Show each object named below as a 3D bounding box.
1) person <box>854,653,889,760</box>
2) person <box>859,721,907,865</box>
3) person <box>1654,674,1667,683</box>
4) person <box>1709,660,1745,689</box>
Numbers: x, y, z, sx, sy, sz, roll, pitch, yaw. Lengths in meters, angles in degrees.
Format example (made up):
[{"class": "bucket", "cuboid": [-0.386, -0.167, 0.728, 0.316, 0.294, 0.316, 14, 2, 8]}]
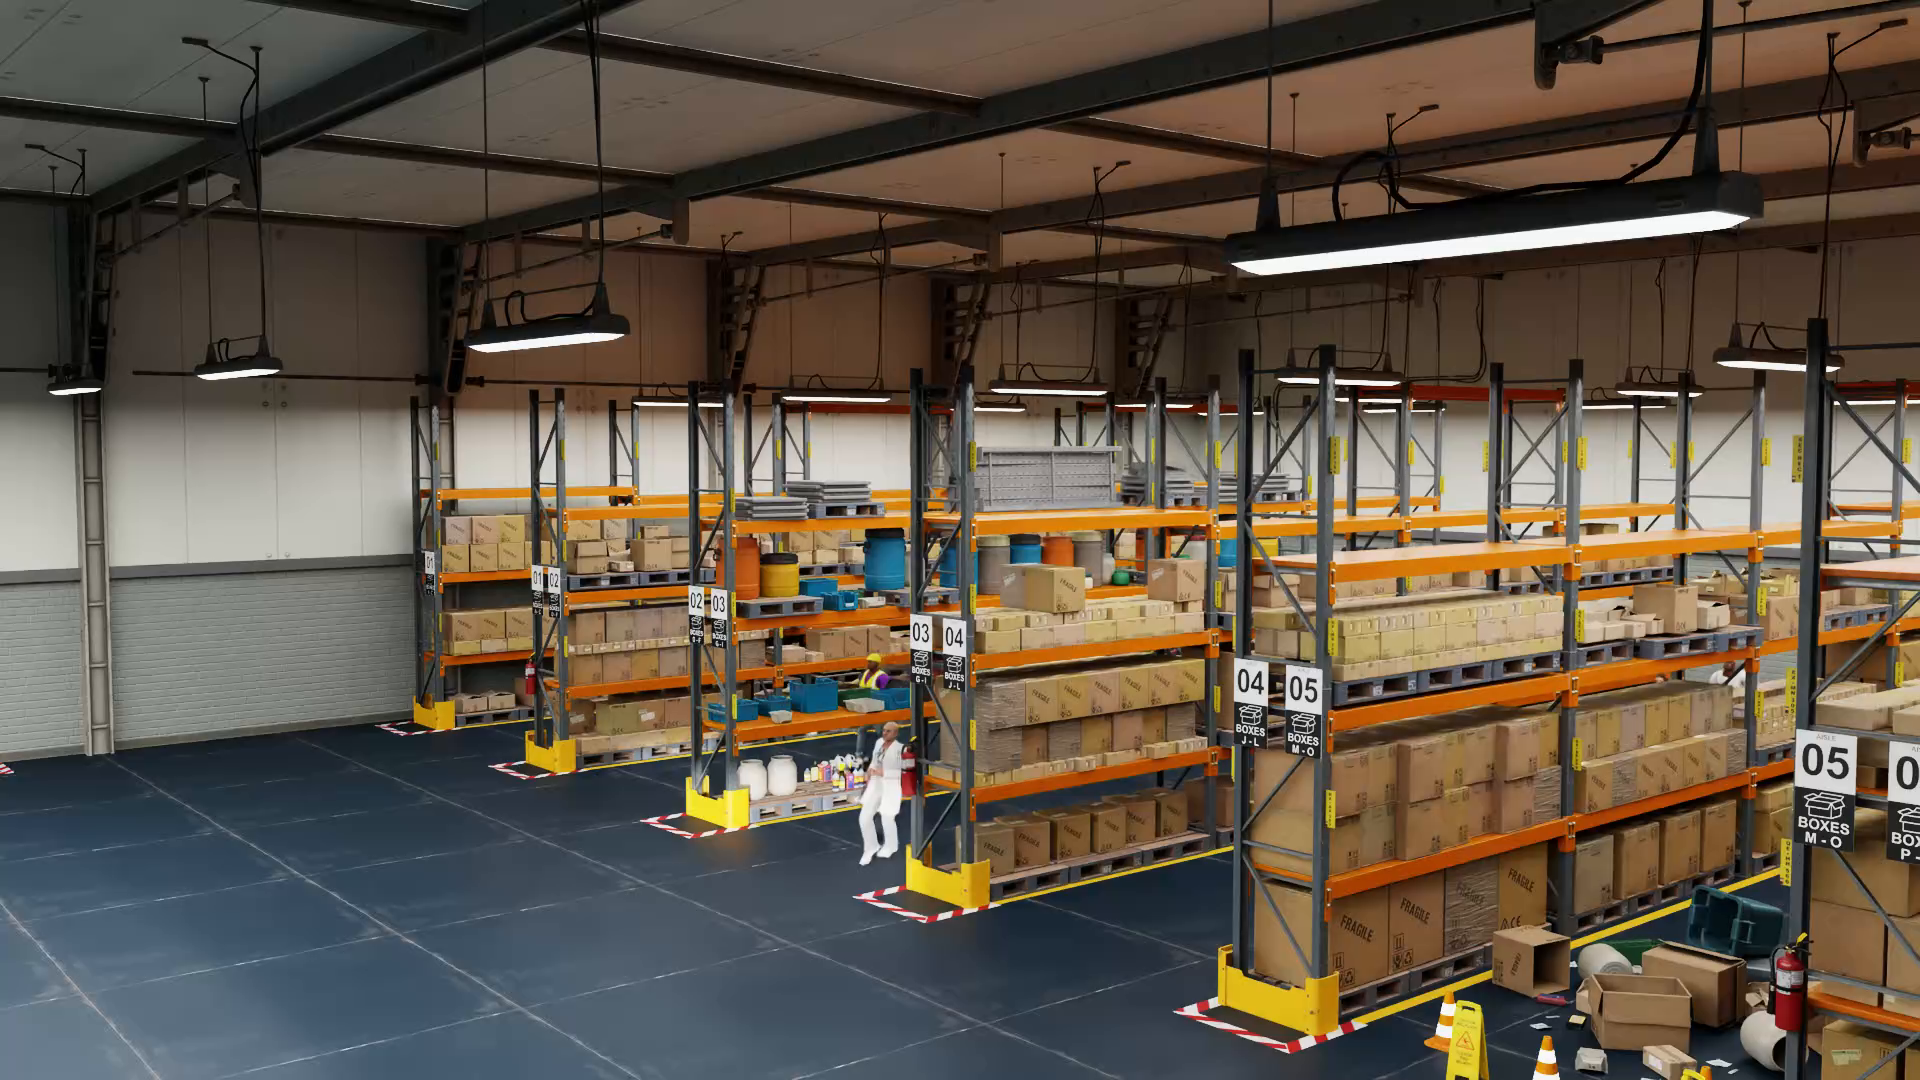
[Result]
[{"class": "person", "cuboid": [-1.396, 2.683, 26.610, 0.700, 1.754, 0.989, 3, 4, 39]}, {"class": "person", "cuboid": [-0.846, 3.105, 20.347, 0.679, 1.816, 0.727, 2, 4, 30]}, {"class": "person", "cuboid": [10.695, 2.870, 25.437, 0.572, 1.608, 0.556, 3, 4, 39]}, {"class": "person", "cuboid": [12.531, 2.712, 27.073, 0.715, 1.708, 0.604, 2, 4, 34]}]
